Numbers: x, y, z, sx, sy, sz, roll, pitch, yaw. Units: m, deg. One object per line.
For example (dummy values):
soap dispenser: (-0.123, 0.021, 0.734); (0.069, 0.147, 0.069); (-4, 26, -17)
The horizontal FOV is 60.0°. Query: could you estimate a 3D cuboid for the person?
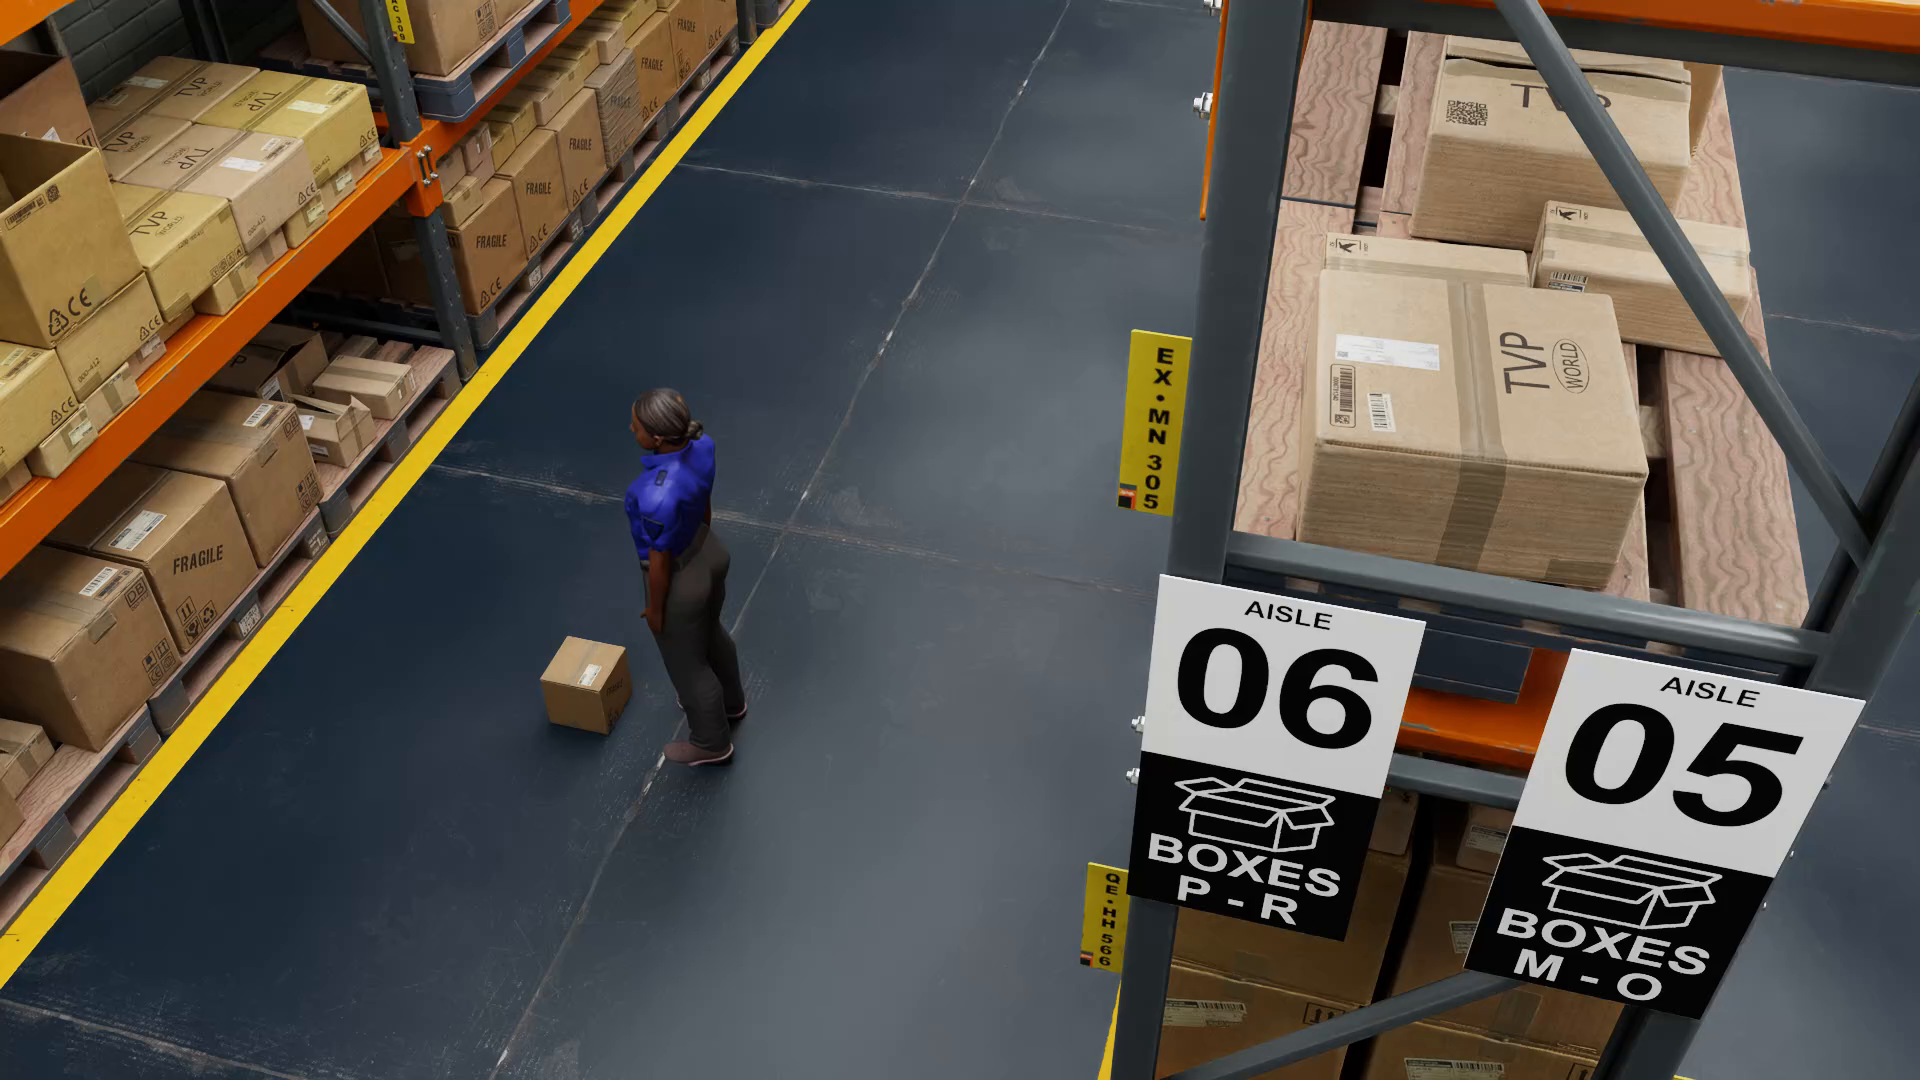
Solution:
person: (-1.009, 0.145, 6.020); (0.333, 1.691, 0.438); (11, 42, 12)
